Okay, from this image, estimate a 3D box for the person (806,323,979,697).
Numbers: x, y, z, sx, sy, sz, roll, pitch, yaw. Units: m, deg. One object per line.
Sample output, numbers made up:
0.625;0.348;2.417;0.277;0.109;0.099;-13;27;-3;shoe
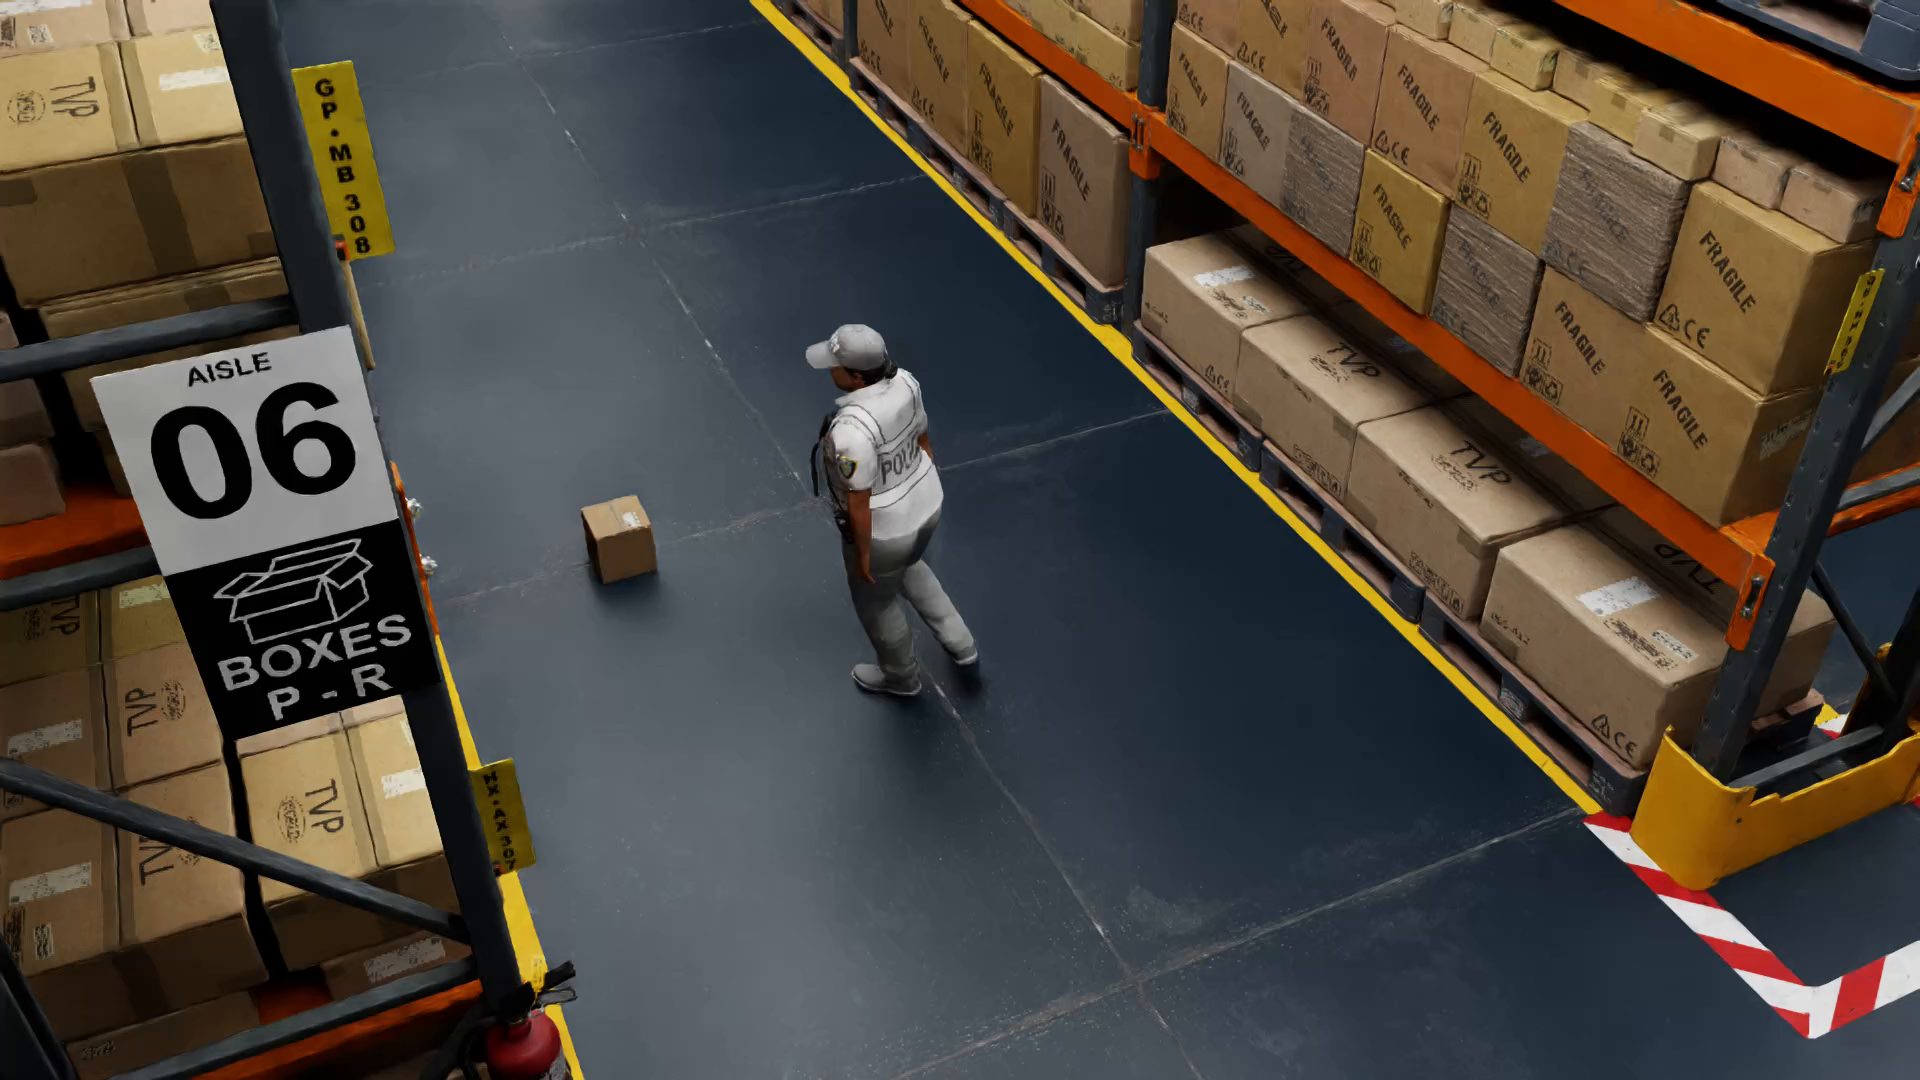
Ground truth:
-0.229;-0.081;6.256;0.576;1.655;0.556;19;41;23;person
